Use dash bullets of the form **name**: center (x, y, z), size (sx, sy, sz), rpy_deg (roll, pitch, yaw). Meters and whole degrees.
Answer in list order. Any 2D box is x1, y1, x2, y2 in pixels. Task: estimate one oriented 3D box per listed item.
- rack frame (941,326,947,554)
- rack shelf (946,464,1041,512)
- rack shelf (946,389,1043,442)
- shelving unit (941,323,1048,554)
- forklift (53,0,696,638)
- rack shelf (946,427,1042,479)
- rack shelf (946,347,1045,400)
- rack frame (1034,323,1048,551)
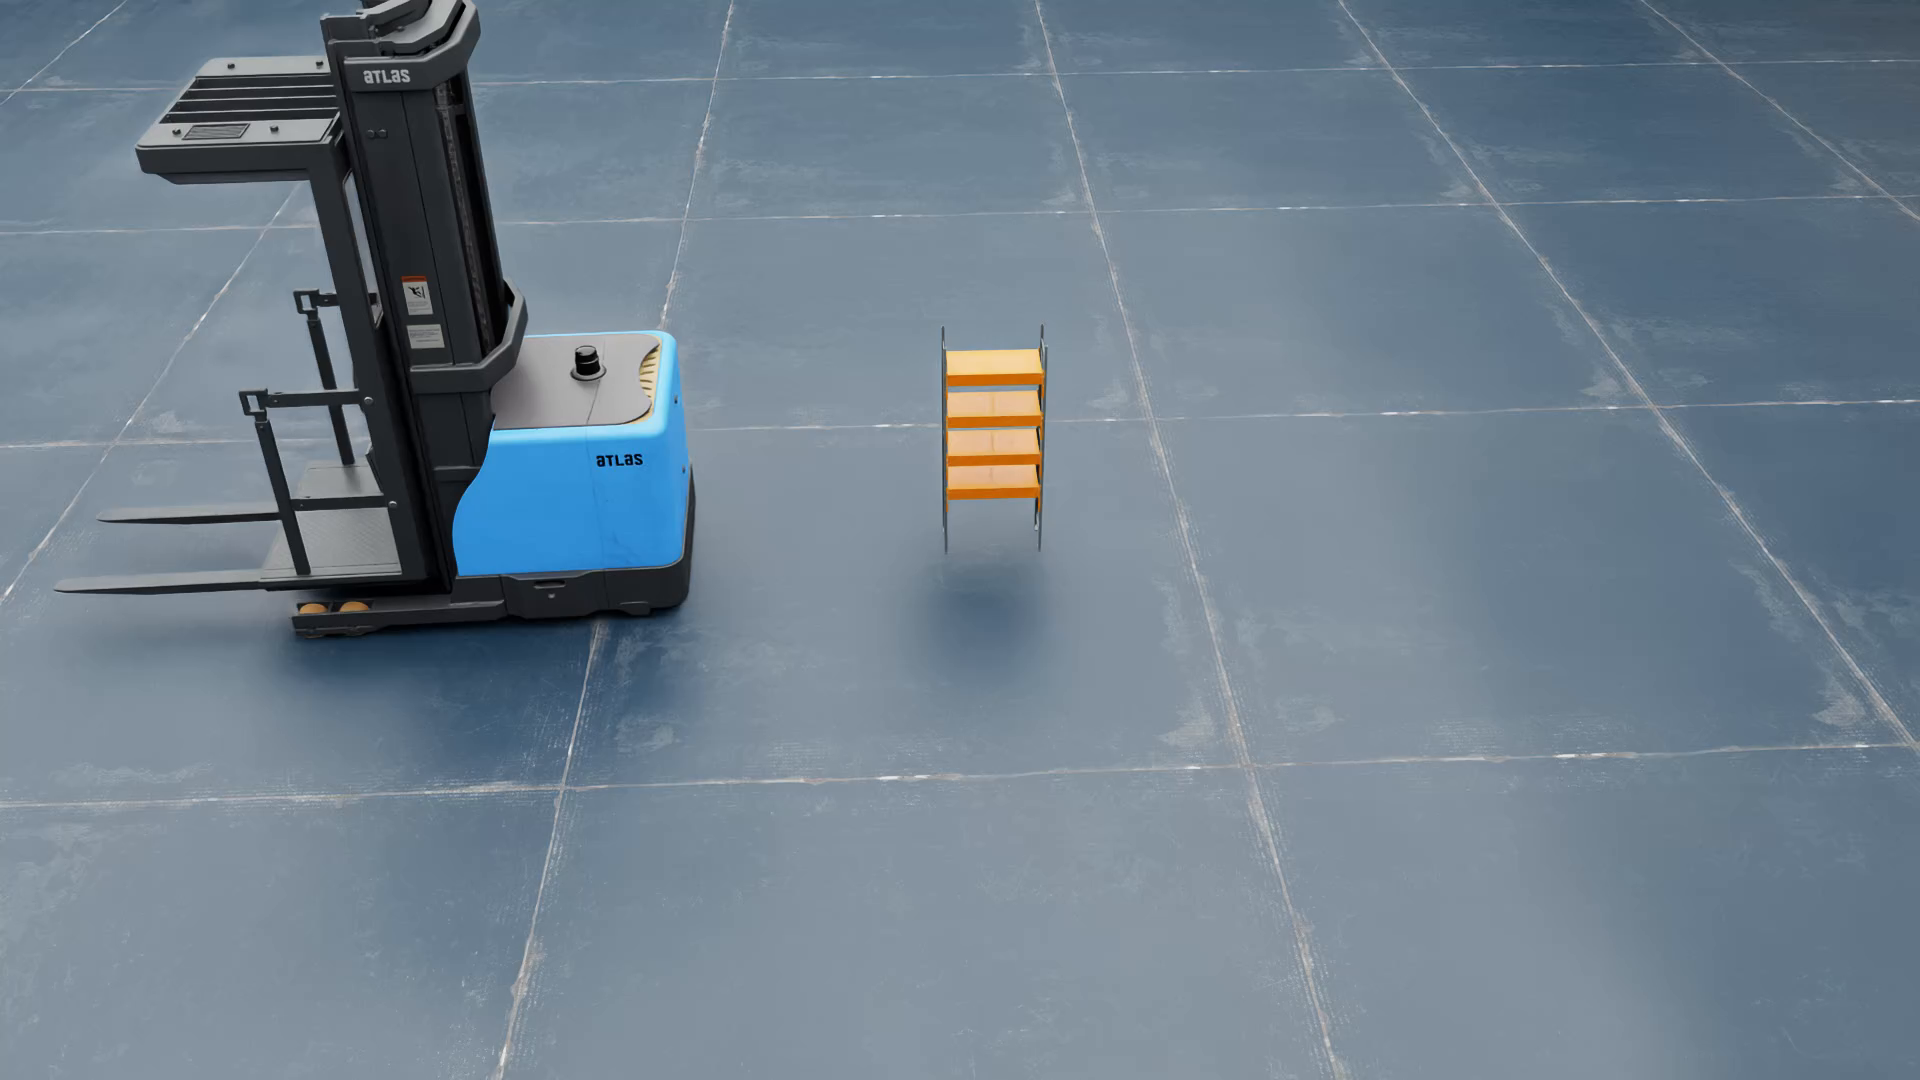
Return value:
- **rack frame**: center (-0.078, -0.491, 8.405), size (0.015, 1.200, 0.240), rpy_deg (-2, 35, -2)
- **rack shelf**: center (0.165, -0.279, 8.566), size (0.480, 0.148, 0.258), rpy_deg (-2, 35, -2)
- **rack shelf**: center (0.165, -0.626, 8.326), size (0.480, 0.148, 0.258), rpy_deg (-2, 35, -2)
- **shelving unit**: center (0.165, -0.498, 8.415), size (0.503, 1.200, 0.258), rpy_deg (-2, 35, -2)
- **forklift**: center (-2.892, -1.045, 7.685), size (3.031, 2.935, 1.130), rpy_deg (-3, 35, -4)
- **rack shelf**: center (0.165, -0.443, 8.453), size (0.480, 0.148, 0.258), rpy_deg (-2, 35, -2)
- **rack shelf**: center (0.165, -0.821, 8.191), size (0.480, 0.148, 0.258), rpy_deg (-2, 35, -2)
- **rack frame**: center (0.409, -0.504, 8.424), size (0.015, 1.200, 0.240), rpy_deg (-2, 35, -2)
